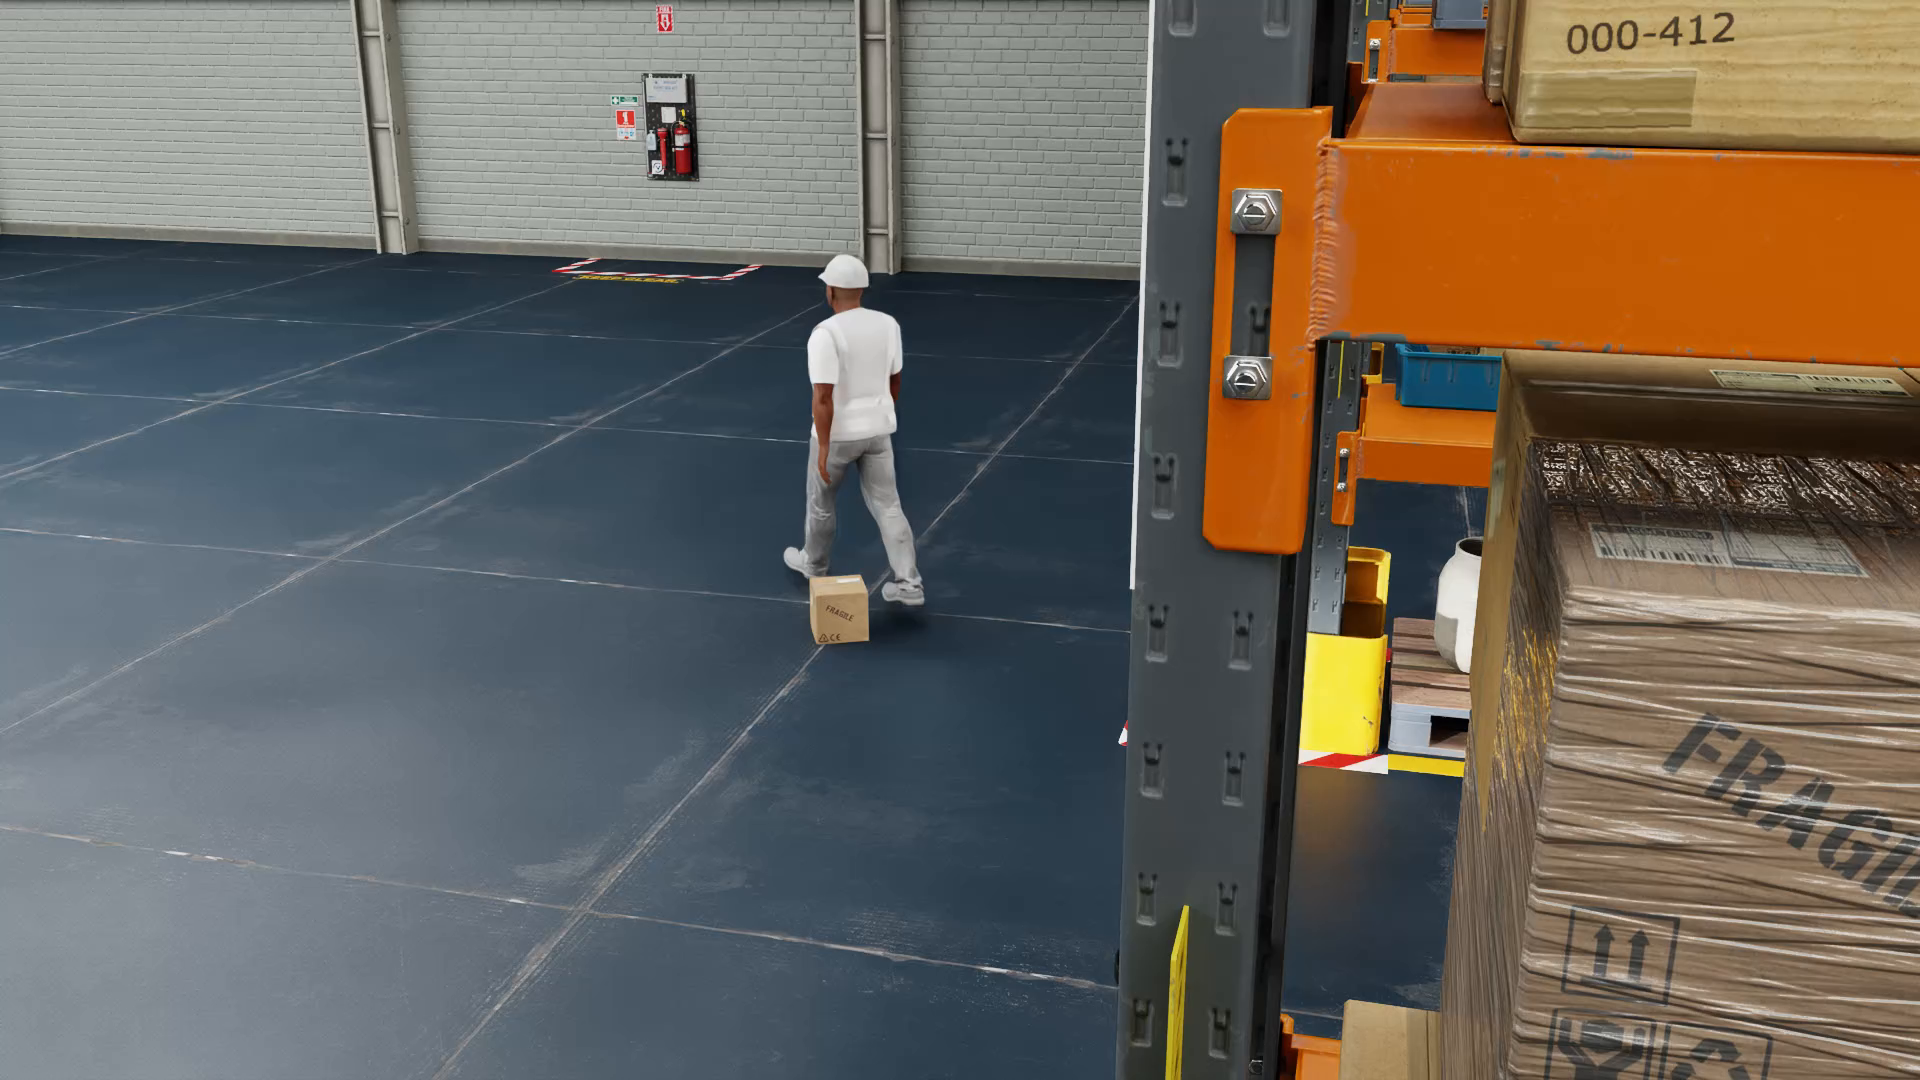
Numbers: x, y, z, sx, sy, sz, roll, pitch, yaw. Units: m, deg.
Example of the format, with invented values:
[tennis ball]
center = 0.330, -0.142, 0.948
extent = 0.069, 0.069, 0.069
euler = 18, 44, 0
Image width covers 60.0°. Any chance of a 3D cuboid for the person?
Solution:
[person]
center = -0.527, -0.547, 8.224
extent = 0.570, 1.716, 1.082
euler = -11, 21, -31
